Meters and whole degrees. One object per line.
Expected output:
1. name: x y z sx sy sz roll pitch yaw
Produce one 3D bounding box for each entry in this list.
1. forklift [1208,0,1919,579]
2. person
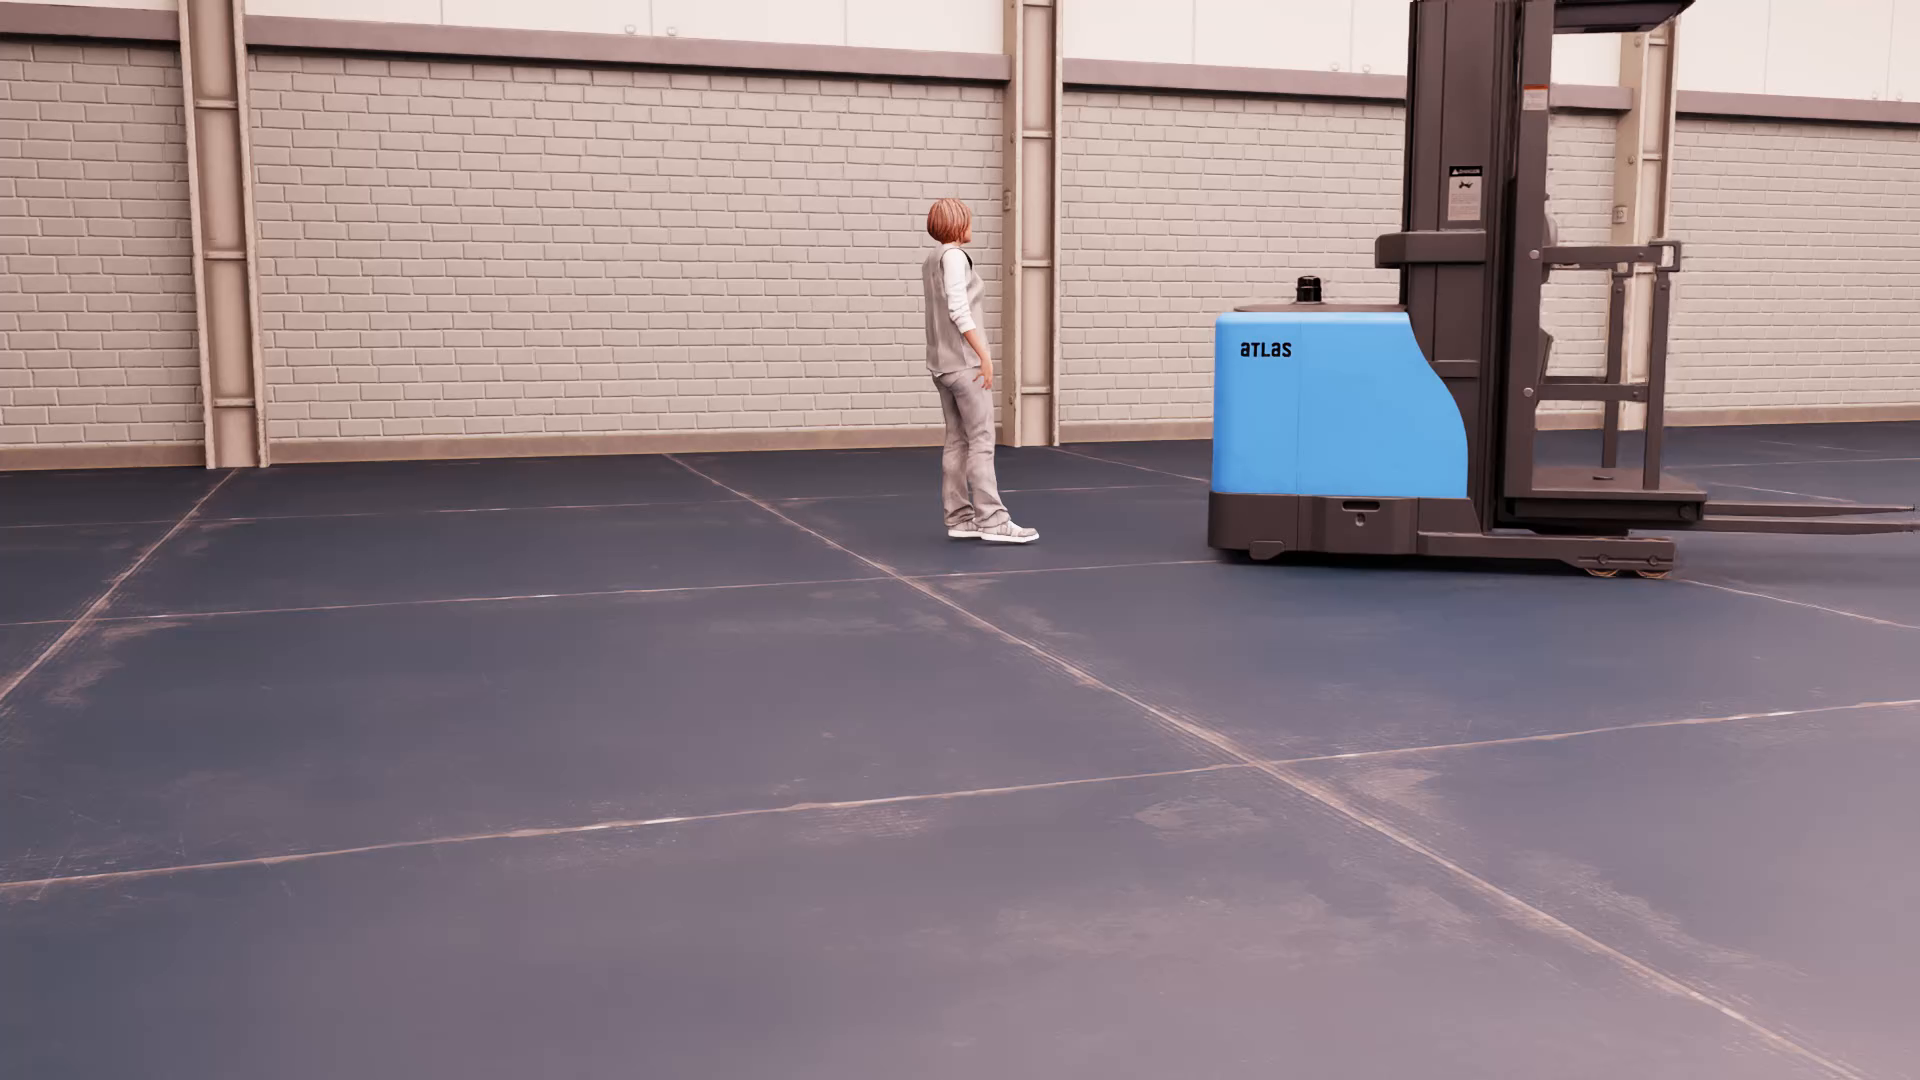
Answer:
1. forklift: 2.646 -1.371 7.131 3.031 2.935 1.130 2 8 12
2. person: 0.074 -0.800 7.825 0.475 1.596 0.521 -3 8 -18
